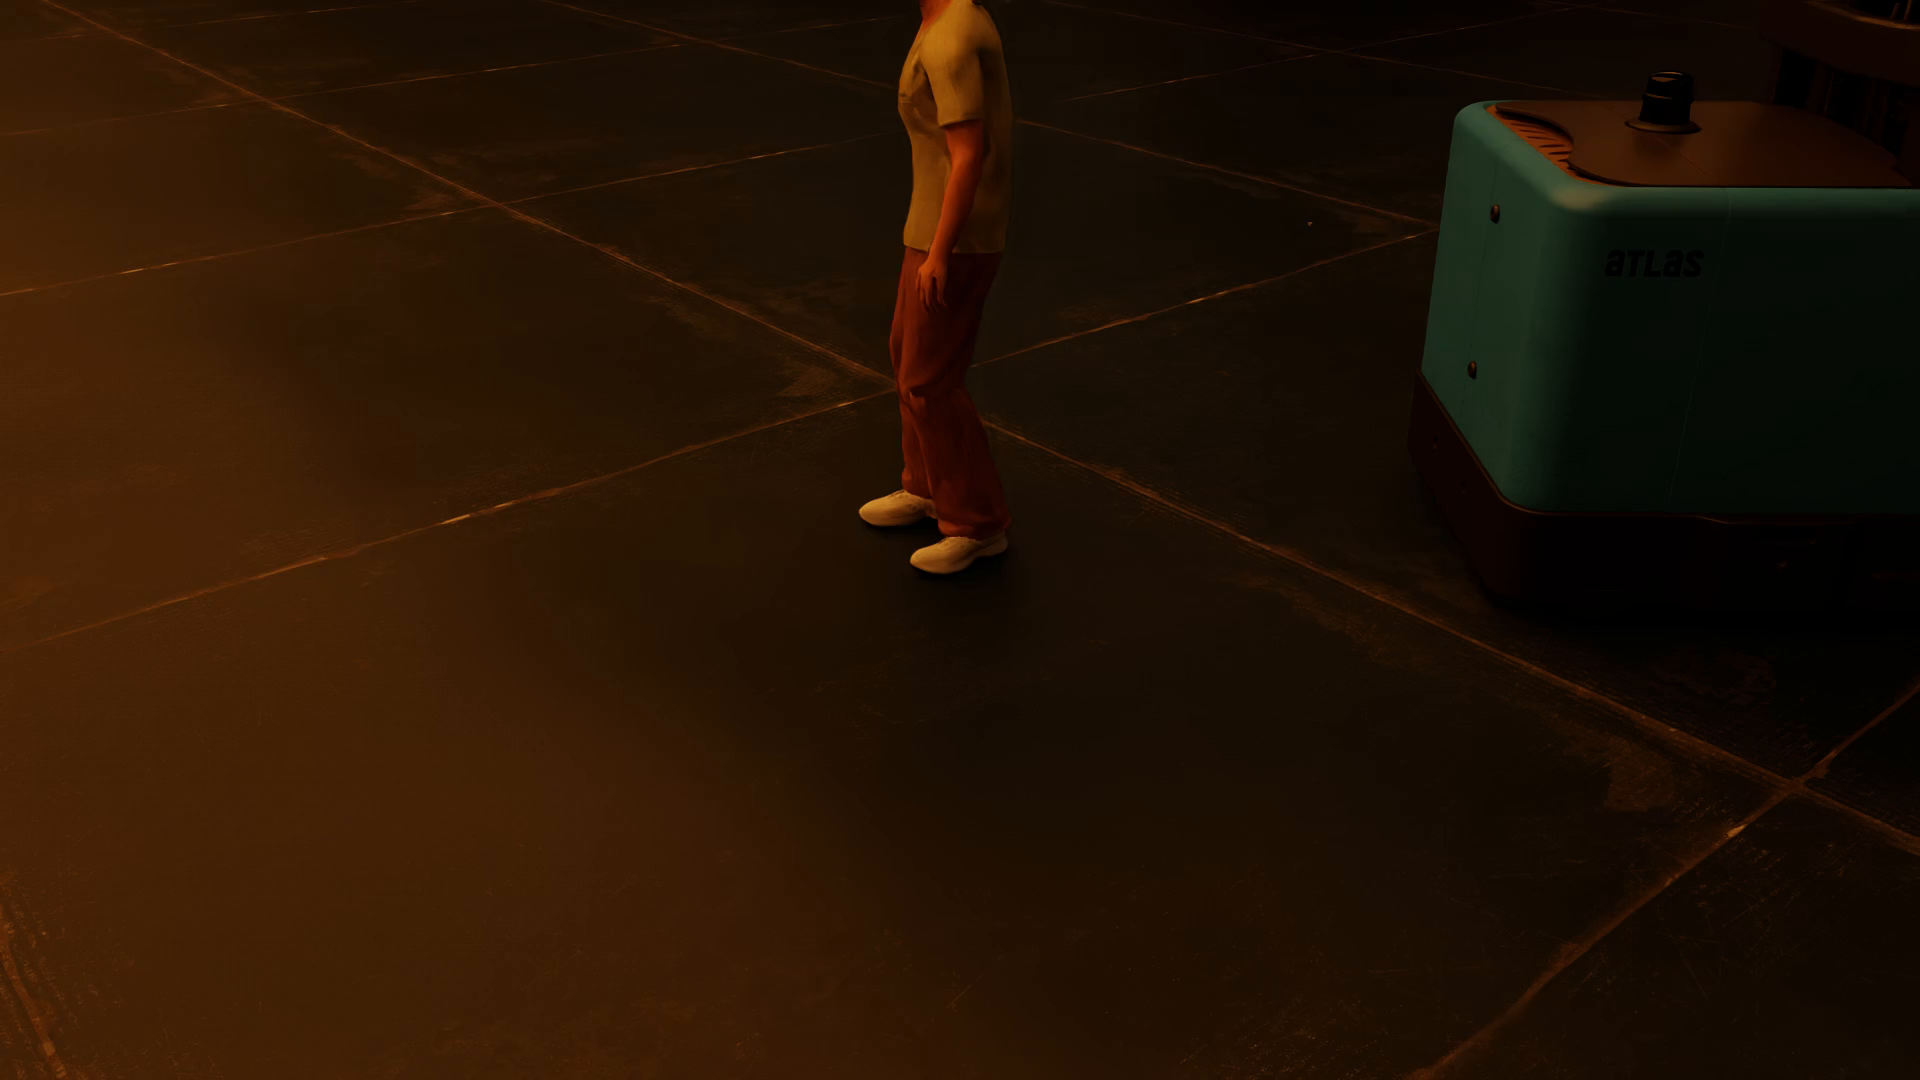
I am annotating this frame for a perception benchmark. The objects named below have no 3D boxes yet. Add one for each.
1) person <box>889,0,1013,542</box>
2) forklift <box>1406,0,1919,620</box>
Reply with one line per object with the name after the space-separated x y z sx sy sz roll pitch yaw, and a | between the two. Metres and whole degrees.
-0.026 -0.655 4.158 0.334 1.371 0.494 1 26 2 | person
2.820 -1.318 3.859 3.031 2.935 1.130 0 26 1 | forklift
